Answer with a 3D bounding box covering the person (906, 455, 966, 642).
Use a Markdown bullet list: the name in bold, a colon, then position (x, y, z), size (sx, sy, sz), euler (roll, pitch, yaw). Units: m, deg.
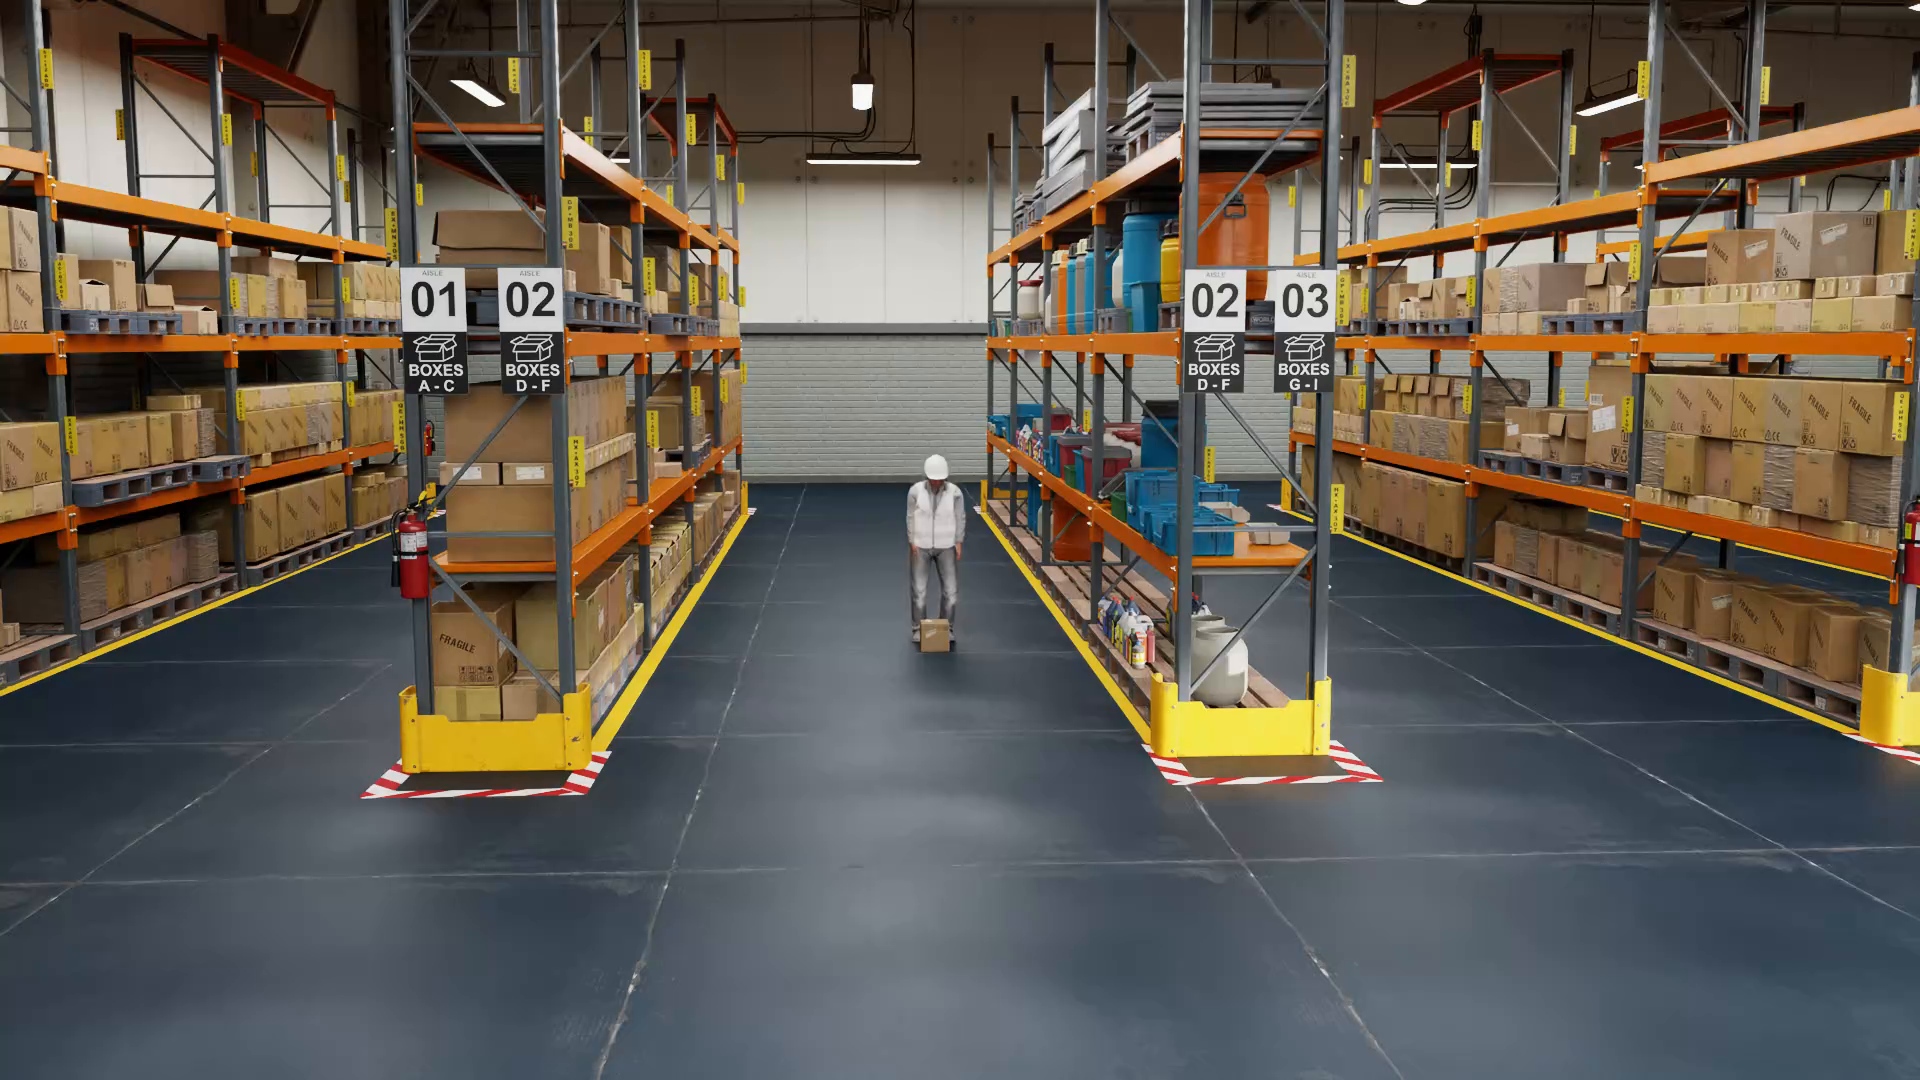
- **person**: position (-0.219, 0.071, 15.269), size (0.556, 1.729, 0.457), euler (0, 7, -2)
